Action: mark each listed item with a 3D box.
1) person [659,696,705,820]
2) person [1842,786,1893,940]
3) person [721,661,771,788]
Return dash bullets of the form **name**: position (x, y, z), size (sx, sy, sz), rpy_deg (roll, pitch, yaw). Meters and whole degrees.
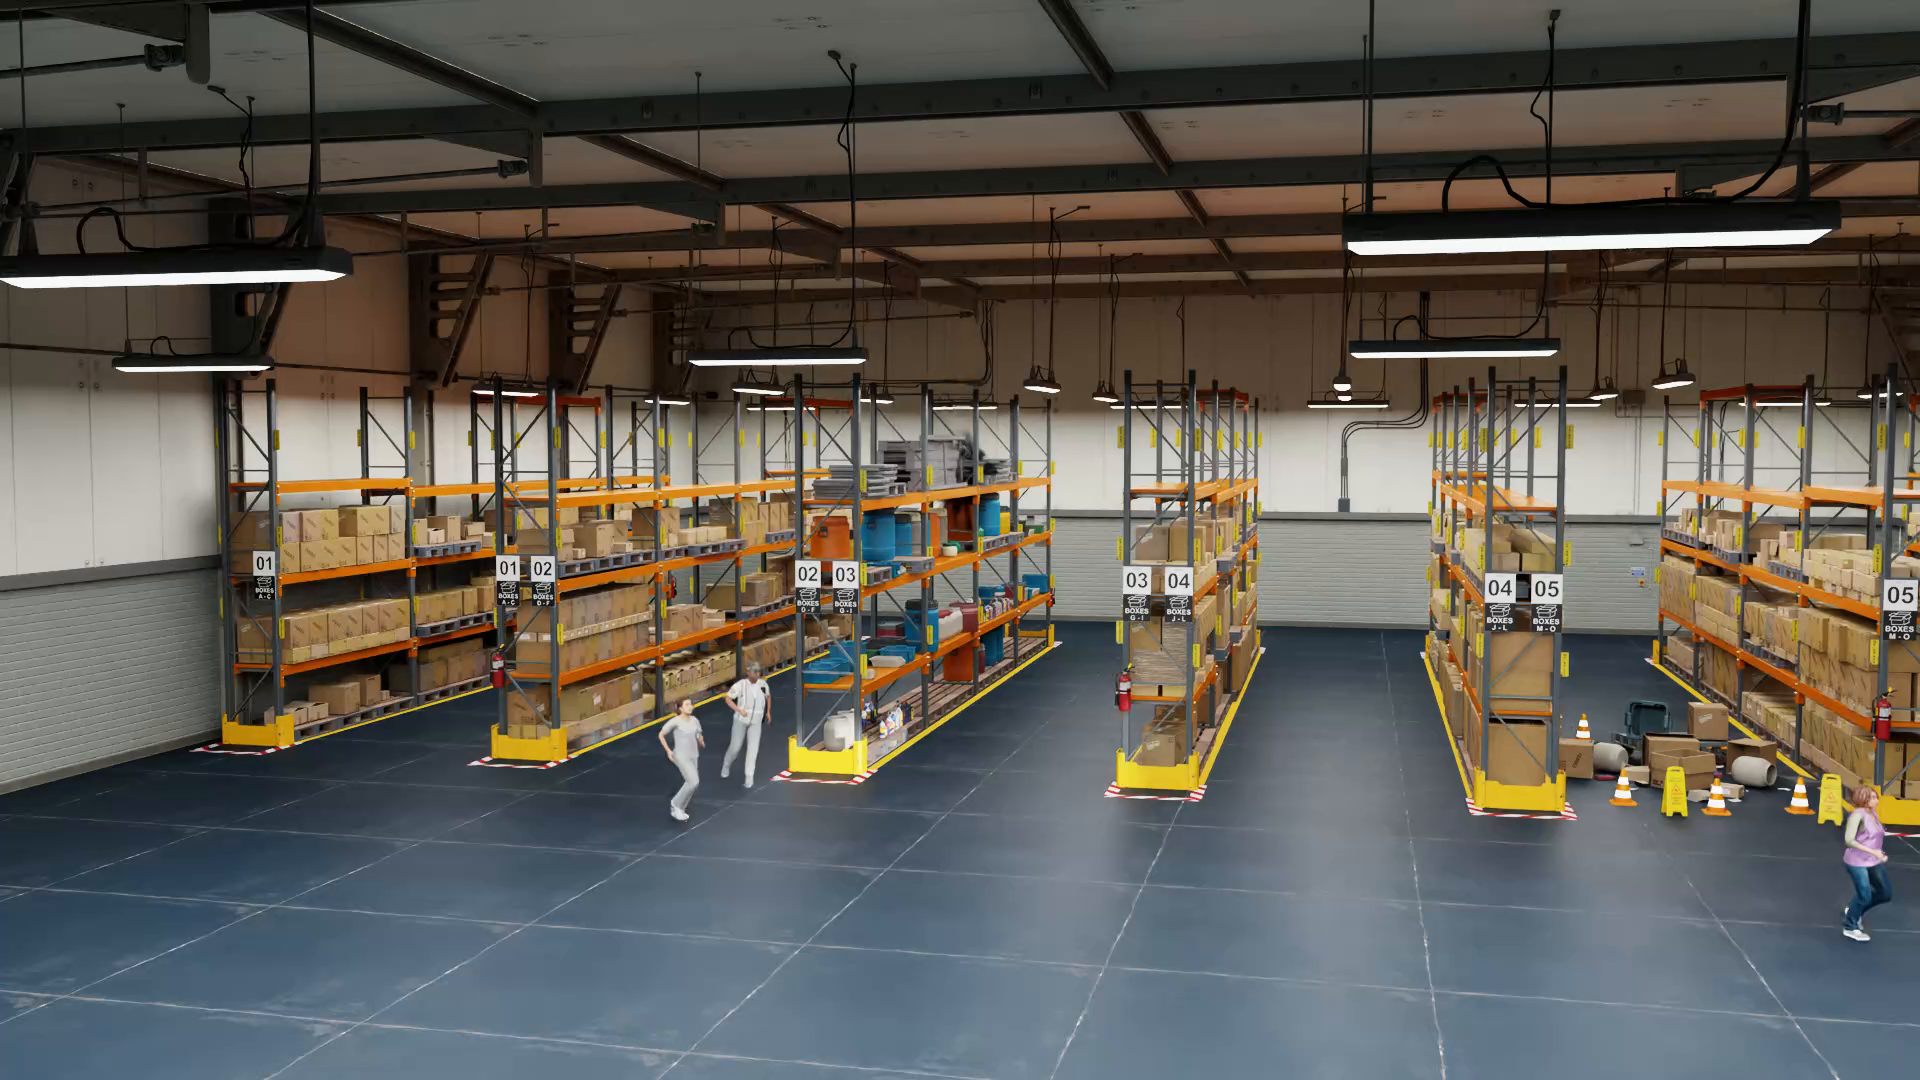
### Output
- **person**: position (-3.573, 2.863, 21.746), size (0.628, 1.635, 0.546), rpy_deg (3, 4, 38)
- **person**: position (9.016, 3.224, 16.534), size (0.540, 1.559, 0.520), rpy_deg (-2, 4, -31)
- **person**: position (-3.079, 2.662, 24.347), size (0.738, 1.760, 0.959), rpy_deg (-1, 4, -20)
